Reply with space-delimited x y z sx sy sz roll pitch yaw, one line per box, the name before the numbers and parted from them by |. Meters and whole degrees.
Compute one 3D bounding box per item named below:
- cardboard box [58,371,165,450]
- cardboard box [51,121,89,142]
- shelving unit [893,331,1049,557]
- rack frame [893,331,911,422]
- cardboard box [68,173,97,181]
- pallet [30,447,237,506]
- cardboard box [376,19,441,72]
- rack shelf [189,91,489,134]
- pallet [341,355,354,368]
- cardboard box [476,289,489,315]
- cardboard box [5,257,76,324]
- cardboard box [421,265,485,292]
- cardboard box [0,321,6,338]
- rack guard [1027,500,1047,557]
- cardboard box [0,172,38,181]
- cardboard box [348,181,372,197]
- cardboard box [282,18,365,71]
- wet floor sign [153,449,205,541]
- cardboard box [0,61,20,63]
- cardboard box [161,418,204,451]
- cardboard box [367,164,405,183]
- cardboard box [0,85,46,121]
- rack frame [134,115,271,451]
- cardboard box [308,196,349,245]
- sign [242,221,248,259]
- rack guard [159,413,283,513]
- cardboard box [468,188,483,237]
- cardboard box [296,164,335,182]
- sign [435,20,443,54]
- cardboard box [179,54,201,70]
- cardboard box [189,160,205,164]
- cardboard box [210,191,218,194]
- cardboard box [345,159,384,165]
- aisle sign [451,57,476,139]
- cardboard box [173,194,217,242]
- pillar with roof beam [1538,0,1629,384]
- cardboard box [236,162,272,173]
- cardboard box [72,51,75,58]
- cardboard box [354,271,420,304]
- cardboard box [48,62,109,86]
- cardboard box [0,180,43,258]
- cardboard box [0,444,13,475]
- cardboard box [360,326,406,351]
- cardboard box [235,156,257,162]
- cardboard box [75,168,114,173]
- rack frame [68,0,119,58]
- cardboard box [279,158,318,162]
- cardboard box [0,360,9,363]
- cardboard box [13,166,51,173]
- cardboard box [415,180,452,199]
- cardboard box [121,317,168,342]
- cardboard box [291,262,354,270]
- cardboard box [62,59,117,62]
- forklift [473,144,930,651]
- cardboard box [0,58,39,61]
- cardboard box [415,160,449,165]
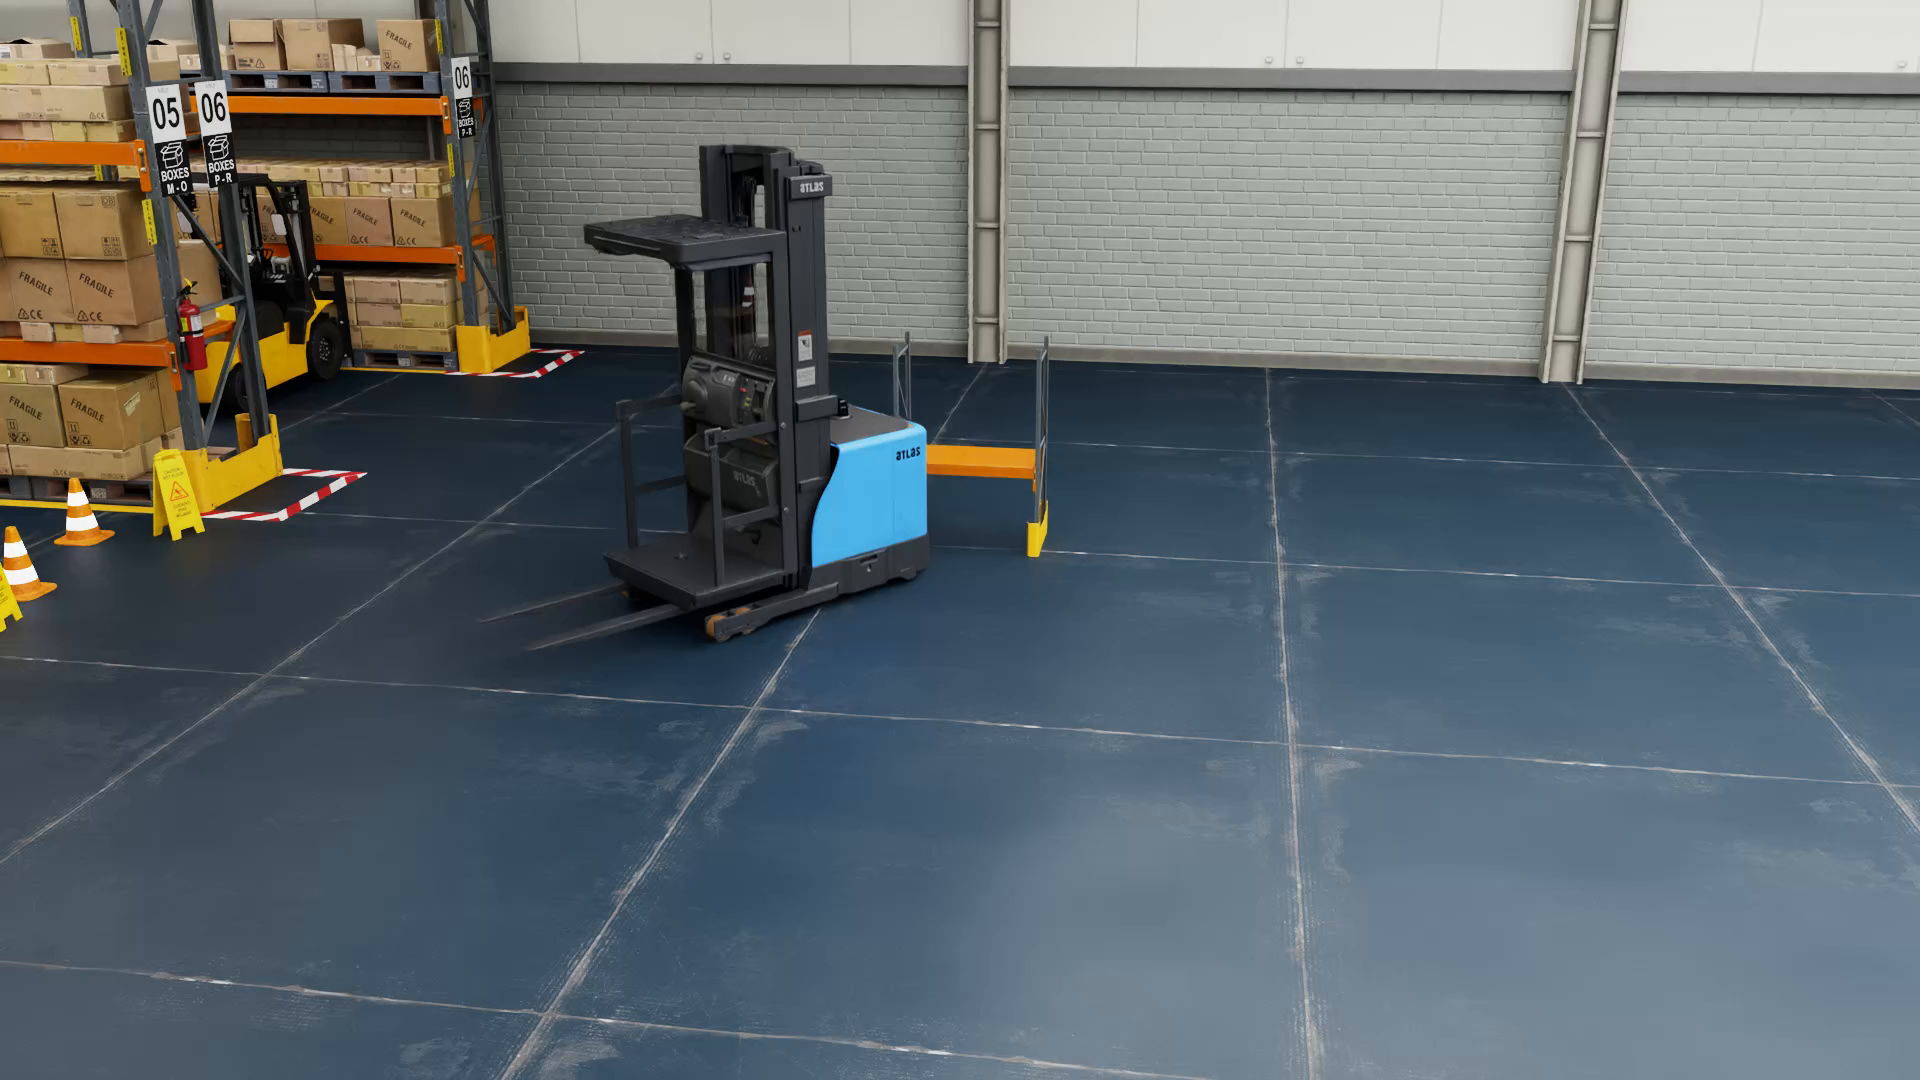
cardboard box | -6.694 -1.024 13.127 0.500 0.500 0.500 3 19 9
cardboard box | -6.509 -3.051 12.362 0.250 0.149 0.380 3 19 9
shelving unit | -7.470 -1.234 13.156 16.366 1.800 0.587 3 19 9
rack frame | -0.418 -0.733 12.129 0.032 1.500 0.500 3 19 9
cardboard box | -9.399 -3.874 17.975 0.250 0.149 0.380 4 19 11
pallet | -6.733 -0.548 13.609 1.213 0.211 1.003 3 19 9
cardboard box | -5.553 -5.033 16.912 0.500 0.500 0.500 4 19 10
rack shelf | -7.052 -4.552 17.587 4.000 0.370 1.077 3 19 9
pallet | -7.040 -2.135 18.352 1.213 0.211 1.003 3 19 9
cardboard box | -5.509 -2.591 18.204 0.500 0.250 0.500 3 19 10
cardboard box | -6.934 -1.971 12.840 0.500 0.500 0.500 3 19 9
cardboard box | -5.522 -2.823 18.109 0.500 0.250 0.500 3 19 8
cardboard box | -7.538 -1.690 13.023 0.250 0.149 0.380 3 19 8
rack guard | 0.567 -0.090 12.177 0.087 0.250 0.587 3 19 9
cardboard box | -10.171 -3.882 17.998 0.250 0.149 0.380 2 19 7
cardboard box | -6.211 -3.707 17.474 0.250 0.149 0.380 3 19 8
cardboard box | -6.549 -5.115 17.160 0.500 0.500 0.700 3 19 9
wet floor sign | -5.843 -0.354 12.343 0.232 0.644 0.267 10 21 27
cardboard box | -7.228 -3.497 12.438 0.250 0.149 0.380 3 19 9
cardboard box | -6.614 -0.837 13.750 0.500 0.250 0.500 3 19 8
cardboard box | -5.976 -3.826 17.361 0.250 0.149 0.380 3 19 10
cardboard box | -6.904 -3.279 12.415 0.500 0.250 0.500 3 19 8
rack frame | -5.861 -1.815 13.000 0.127 3.000 1.000 3 19 9
cardboard box | -6.622 -3.415 17.624 0.500 0.500 0.500 3 19 8
sign | -5.775 -2.395 13.371 0.005 0.325 0.100 3 19 9
rack guard | -5.936 -0.633 13.408 0.348 0.500 1.175 3 19 9
cardboard box | -5.523 -3.530 17.967 0.500 0.500 0.500 4 19 10
cardboard box | -6.741 -3.851 17.437 0.250 0.149 0.380 3 19 10
sign | -5.177 -5.006 16.538 0.005 0.325 0.100 3 19 9
cardboard box | -7.873 -4.965 17.264 0.250 0.149 0.380 3 19 10
cardboard box | -8.234 -3.964 17.773 0.250 0.149 0.380 3 19 8
cardboard box | -7.746 -3.762 17.639 0.250 0.149 0.380 3 19 8
cardboard box | -6.397 -4.005 17.898 0.250 0.149 0.380 4 19 10
aisle sign | -5.059 -4.508 16.951 0.004 0.787 0.394 3 19 9
cardboard box | -8.113 -3.494 17.860 0.500 0.500 0.500 3 19 10
pillar with roof beam | 5.543 -4.580 11.809 0.400 9.000 9.100 3 19 9
cardboard box | -7.475 -3.919 17.639 0.250 0.149 0.380 3 19 8
cardboard box | -9.834 -5.226 18.043 0.250 0.149 0.380 3 19 9
cardboard box | -6.087 -2.689 17.708 0.500 0.250 0.500 3 19 10
cardboard box | -6.491 -3.446 12.287 0.250 0.149 0.380 3 19 10
cardboard box | -7.419 -2.456 12.714 0.500 0.500 0.700 3 19 8
cardboard box | -7.730 -0.720 13.398 0.500 0.250 0.500 2 19 7
cardboard box | -6.081 -2.218 17.876 0.500 0.250 0.500 3 19 9
cardboard box | -7.902 -4.118 18.236 0.250 0.149 0.380 3 19 8
cardboard box | -9.596 -4.041 18.474 0.250 0.149 0.380 2 19 7
rack frame | -9.027 -6.416 17.298 0.127 3.000 1.000 3 19 9
cardboard box | -7.159 -4.049 18.029 0.250 0.149 0.380 3 19 10
cardboard box | -7.574 -1.357 13.098 0.250 0.149 0.380 4 19 11
cardboard box | -10.340 -4.081 18.593 0.250 0.149 0.380 3 19 9
cardboard box | -5.464 -3.655 17.319 0.250 0.149 0.380 3 19 9
cardboard box | -6.264 -1.648 12.896 0.250 0.149 0.380 4 19 10
cardboard box | -7.013 -2.904 18.349 0.500 0.250 0.500 3 19 8
cardboard box | -6.668 -3.618 12.800 0.250 0.149 0.380 3 19 9
forklift | -1.634 -0.940 10.493 3.031 2.935 1.130 -16 25 -40
cardboard box | -7.409 -3.675 12.971 0.250 0.149 0.380 3 19 10
cardboard box | -5.628 -3.983 17.831 0.250 0.149 0.380 4 19 11
